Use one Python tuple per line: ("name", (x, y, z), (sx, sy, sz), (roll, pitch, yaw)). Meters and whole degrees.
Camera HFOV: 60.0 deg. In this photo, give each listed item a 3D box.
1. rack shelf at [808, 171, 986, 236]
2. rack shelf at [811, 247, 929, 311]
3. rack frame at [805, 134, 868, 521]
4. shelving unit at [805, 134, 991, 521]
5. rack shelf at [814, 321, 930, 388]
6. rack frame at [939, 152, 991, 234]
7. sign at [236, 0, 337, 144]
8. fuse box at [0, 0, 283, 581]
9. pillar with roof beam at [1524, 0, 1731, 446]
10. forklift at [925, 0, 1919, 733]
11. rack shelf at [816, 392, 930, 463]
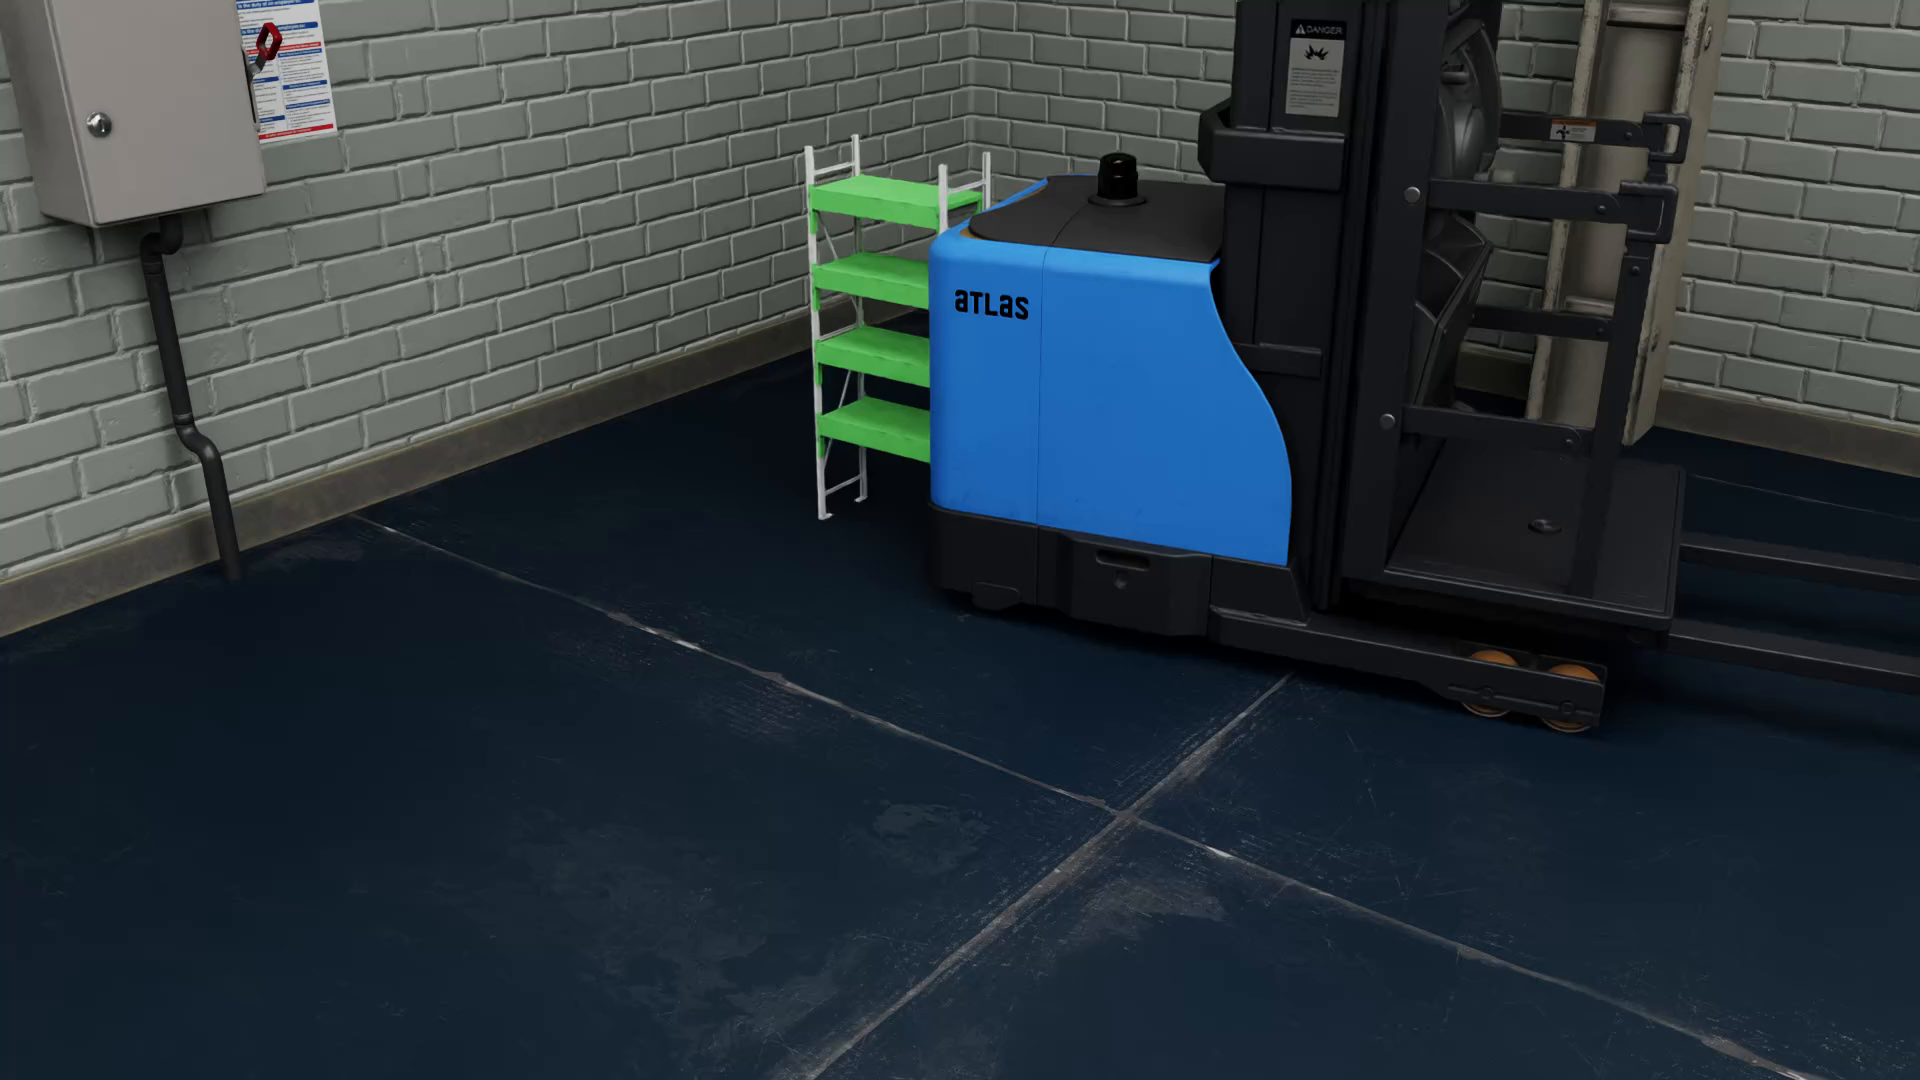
("rack shelf", (-0.185, -0.977, 4.947), (0.480, 0.148, 0.258), (16, 28, 32))
("rack shelf", (-0.185, -0.757, 5.044), (0.480, 0.148, 0.258), (16, 28, 32))
("rack frame", (-0.384, -0.653, 5.243), (0.015, 1.200, 0.240), (16, 28, 32))
("shelving unit", (-0.185, -0.596, 5.115), (0.503, 1.200, 0.258), (16, 28, 32))
("rack shelf", (-0.185, -0.538, 5.141), (0.480, 0.148, 0.258), (16, 28, 32))
("rack frame", (0.015, -0.540, 4.987), (0.015, 1.200, 0.240), (16, 28, 32))
("sign", (-2.013, -1.430, 4.893), (0.001, 0.494, 0.329), (17, 29, 33))
("fuse box", (-2.144, -0.674, 4.659), (0.414, 1.711, 0.539), (17, 29, 33))
("pillar with roof beam", (-0.219, -3.167, 1.278), (0.400, 9.000, 9.100), (17, 29, 33))
("forklift", (1.465, -1.104, 4.119), (3.031, 2.935, 1.130), (10, 26, 21))
("rack shelf", (-0.185, -0.318, 5.237), (0.480, 0.148, 0.258), (16, 28, 32))
